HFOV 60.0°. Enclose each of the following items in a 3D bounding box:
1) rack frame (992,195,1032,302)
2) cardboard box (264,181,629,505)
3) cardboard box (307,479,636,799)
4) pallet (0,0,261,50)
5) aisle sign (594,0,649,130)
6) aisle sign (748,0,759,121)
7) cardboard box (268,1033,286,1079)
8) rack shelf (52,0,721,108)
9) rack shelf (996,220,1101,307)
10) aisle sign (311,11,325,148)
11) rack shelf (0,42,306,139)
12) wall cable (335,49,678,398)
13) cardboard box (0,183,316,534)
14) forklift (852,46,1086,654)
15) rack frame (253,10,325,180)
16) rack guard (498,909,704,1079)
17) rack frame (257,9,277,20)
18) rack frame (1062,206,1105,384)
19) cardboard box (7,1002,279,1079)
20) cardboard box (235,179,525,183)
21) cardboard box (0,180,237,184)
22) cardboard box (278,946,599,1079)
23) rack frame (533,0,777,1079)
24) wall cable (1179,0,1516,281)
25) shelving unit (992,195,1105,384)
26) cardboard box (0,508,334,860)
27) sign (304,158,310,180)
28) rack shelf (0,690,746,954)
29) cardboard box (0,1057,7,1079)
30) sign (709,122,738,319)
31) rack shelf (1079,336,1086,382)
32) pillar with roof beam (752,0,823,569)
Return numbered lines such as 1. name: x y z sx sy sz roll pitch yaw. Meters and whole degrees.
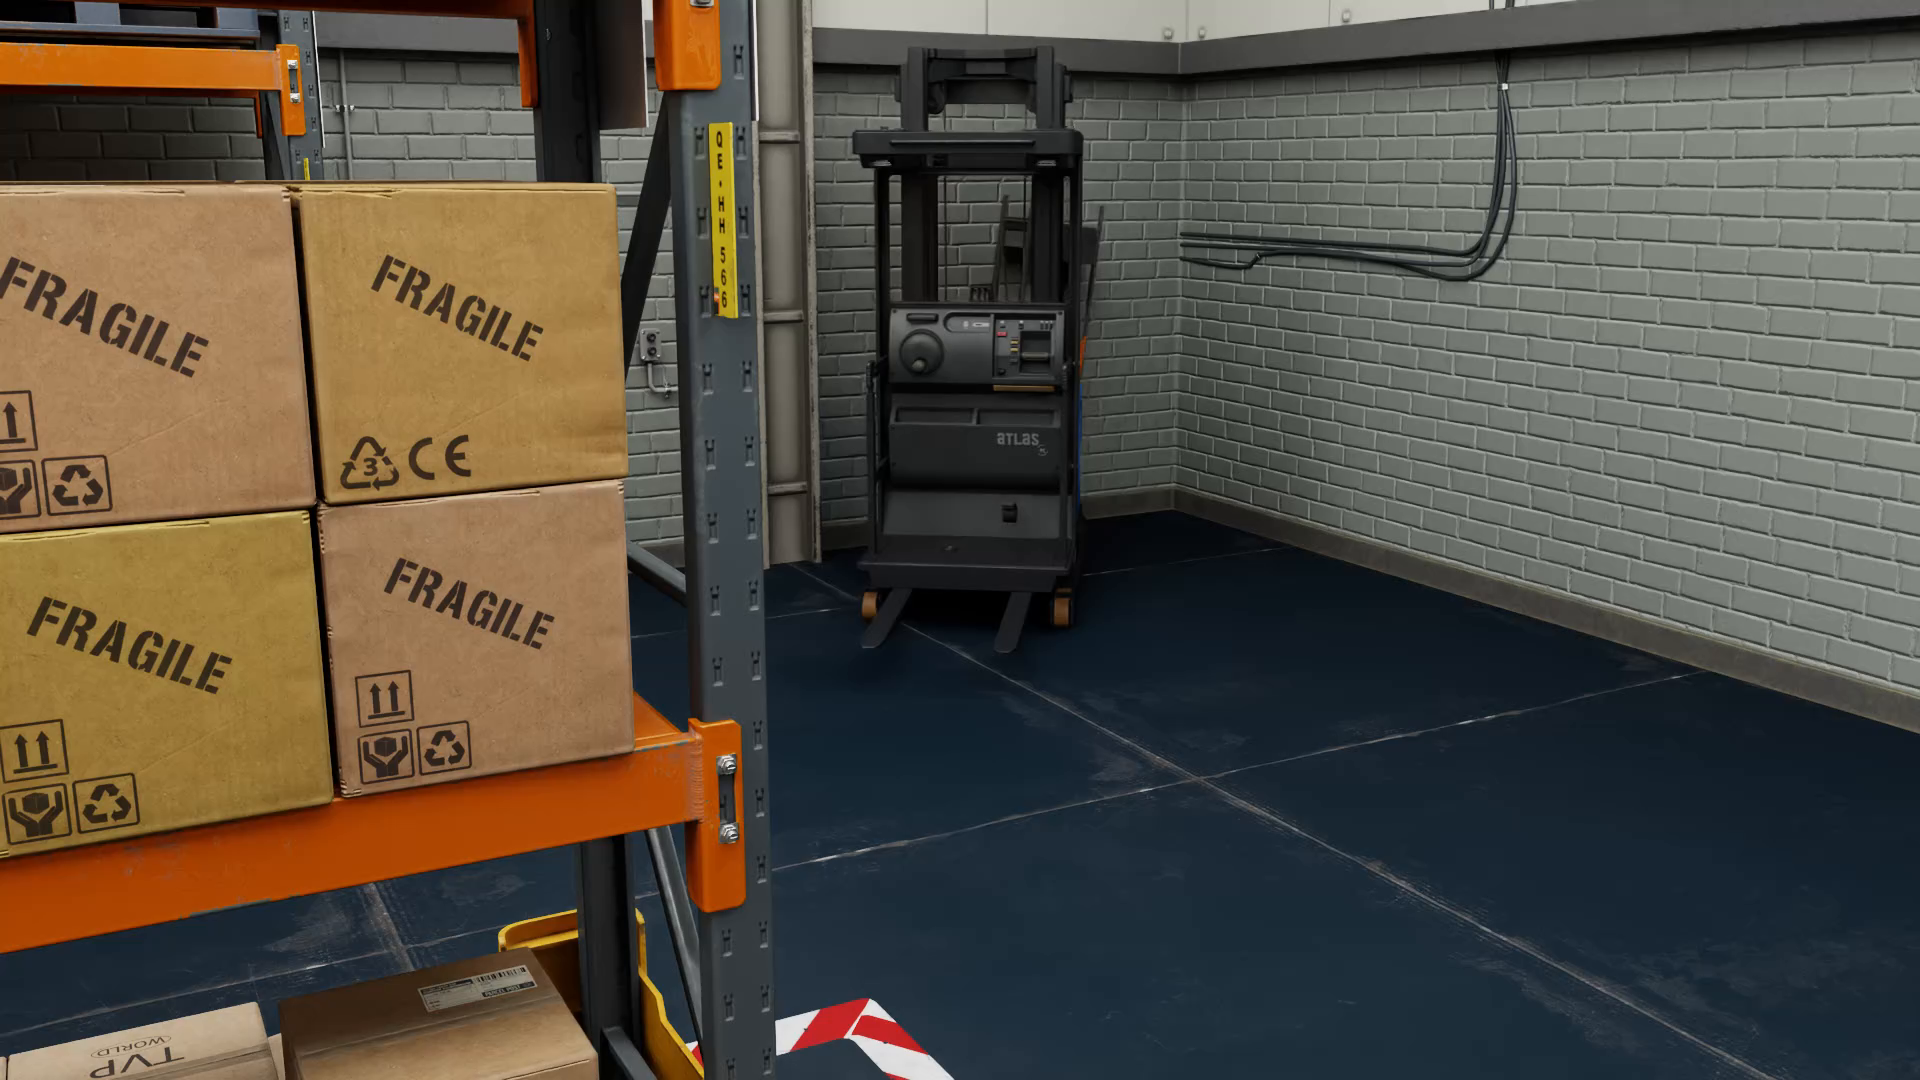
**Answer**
1. rack frame: 0.238 -1.093 10.398 0.015 2.100 0.400 2 10 -27
2. cardboard box: -0.912 -0.372 2.924 0.500 0.500 0.500 -7 14 -28
3. cardboard box: -0.916 0.116 3.035 0.500 0.500 0.500 -6 14 -26
4. pallet: -3.676 -2.229 7.053 1.213 0.211 1.003 -7 14 -28
5. aisle sign: -0.734 -1.267 3.486 0.004 0.787 0.394 -7 14 -28
6. aisle sign: -0.446 -1.151 2.972 0.004 0.787 0.394 -7 14 -28
7. cardboard box: -1.404 1.237 3.733 0.250 0.166 0.380 -7 14 -28
8. rack shelf: -2.408 -0.837 2.303 4.000 0.370 1.077 -7 14 -28
9. rack shelf: 0.539 -1.756 10.399 0.480 0.518 0.431 2 10 -27
10. aisle sign: -2.823 -2.107 7.220 0.004 0.787 0.394 -7 14 -28
11. rack shelf: -4.785 -1.791 6.543 4.000 0.370 1.077 -7 14 -28
12. wall cable: -2.359 -1.702 9.025 1.851 1.984 0.084 -7 14 -28
13. cardboard box: -1.355 -0.318 2.687 0.500 0.500 0.500 -6 14 -26
14. forklift: 0.065 -1.052 8.609 1.130 2.935 3.031 1 13 6
15. rack frame: -3.030 -0.889 7.728 0.127 3.000 1.000 -7 14 -28
16. rack guard: -0.720 1.293 3.727 0.348 0.500 1.175 -7 14 -28
17. rack frame: -3.030 -3.816 7.070 0.127 3.000 1.000 -7 14 -28
18. rack frame: 0.673 -1.075 10.620 0.015 2.100 0.400 2 10 -27
19. cardboard box: -1.705 1.247 3.497 0.500 0.250 0.500 -7 14 -28
20. cardboard box: -1.169 -0.476 3.386 0.500 0.500 0.500 -6 14 -26
21. cardboard box: -1.624 -0.419 3.135 0.500 0.500 0.500 -7 14 -27
22. cardboard box: -1.012 1.175 3.249 0.500 0.500 0.500 -7 14 -28
23. rack frame: -0.654 0.064 3.491 0.053 2.616 0.949 -7 14 -28
24. wall cable: 2.106 -2.827 9.748 0.112 2.526 3.097 -7 14 -28
25. shelving unit: 0.455 -1.084 10.509 0.503 2.100 0.431 2 10 -27
26. cardboard box: -1.369 0.171 2.789 0.500 0.500 0.500 -7 14 -27
27. sign: -2.782 -1.464 7.104 0.005 0.325 0.100 -7 14 -28
28. rack shelf: -2.408 0.626 2.632 4.000 0.370 1.077 -7 14 -28
29. cardboard box: -2.144 1.300 3.263 0.500 0.250 0.500 -7 14 -28
30. sign: -0.405 -0.545 2.842 0.005 0.325 0.100 -7 14 -28
31. rack shelf: 0.454 -1.071 10.511 0.480 0.518 0.431 2 10 -27
32. pillar with roof beam: 0.988 -3.437 5.386 0.400 9.000 9.100 -7 14 -28
